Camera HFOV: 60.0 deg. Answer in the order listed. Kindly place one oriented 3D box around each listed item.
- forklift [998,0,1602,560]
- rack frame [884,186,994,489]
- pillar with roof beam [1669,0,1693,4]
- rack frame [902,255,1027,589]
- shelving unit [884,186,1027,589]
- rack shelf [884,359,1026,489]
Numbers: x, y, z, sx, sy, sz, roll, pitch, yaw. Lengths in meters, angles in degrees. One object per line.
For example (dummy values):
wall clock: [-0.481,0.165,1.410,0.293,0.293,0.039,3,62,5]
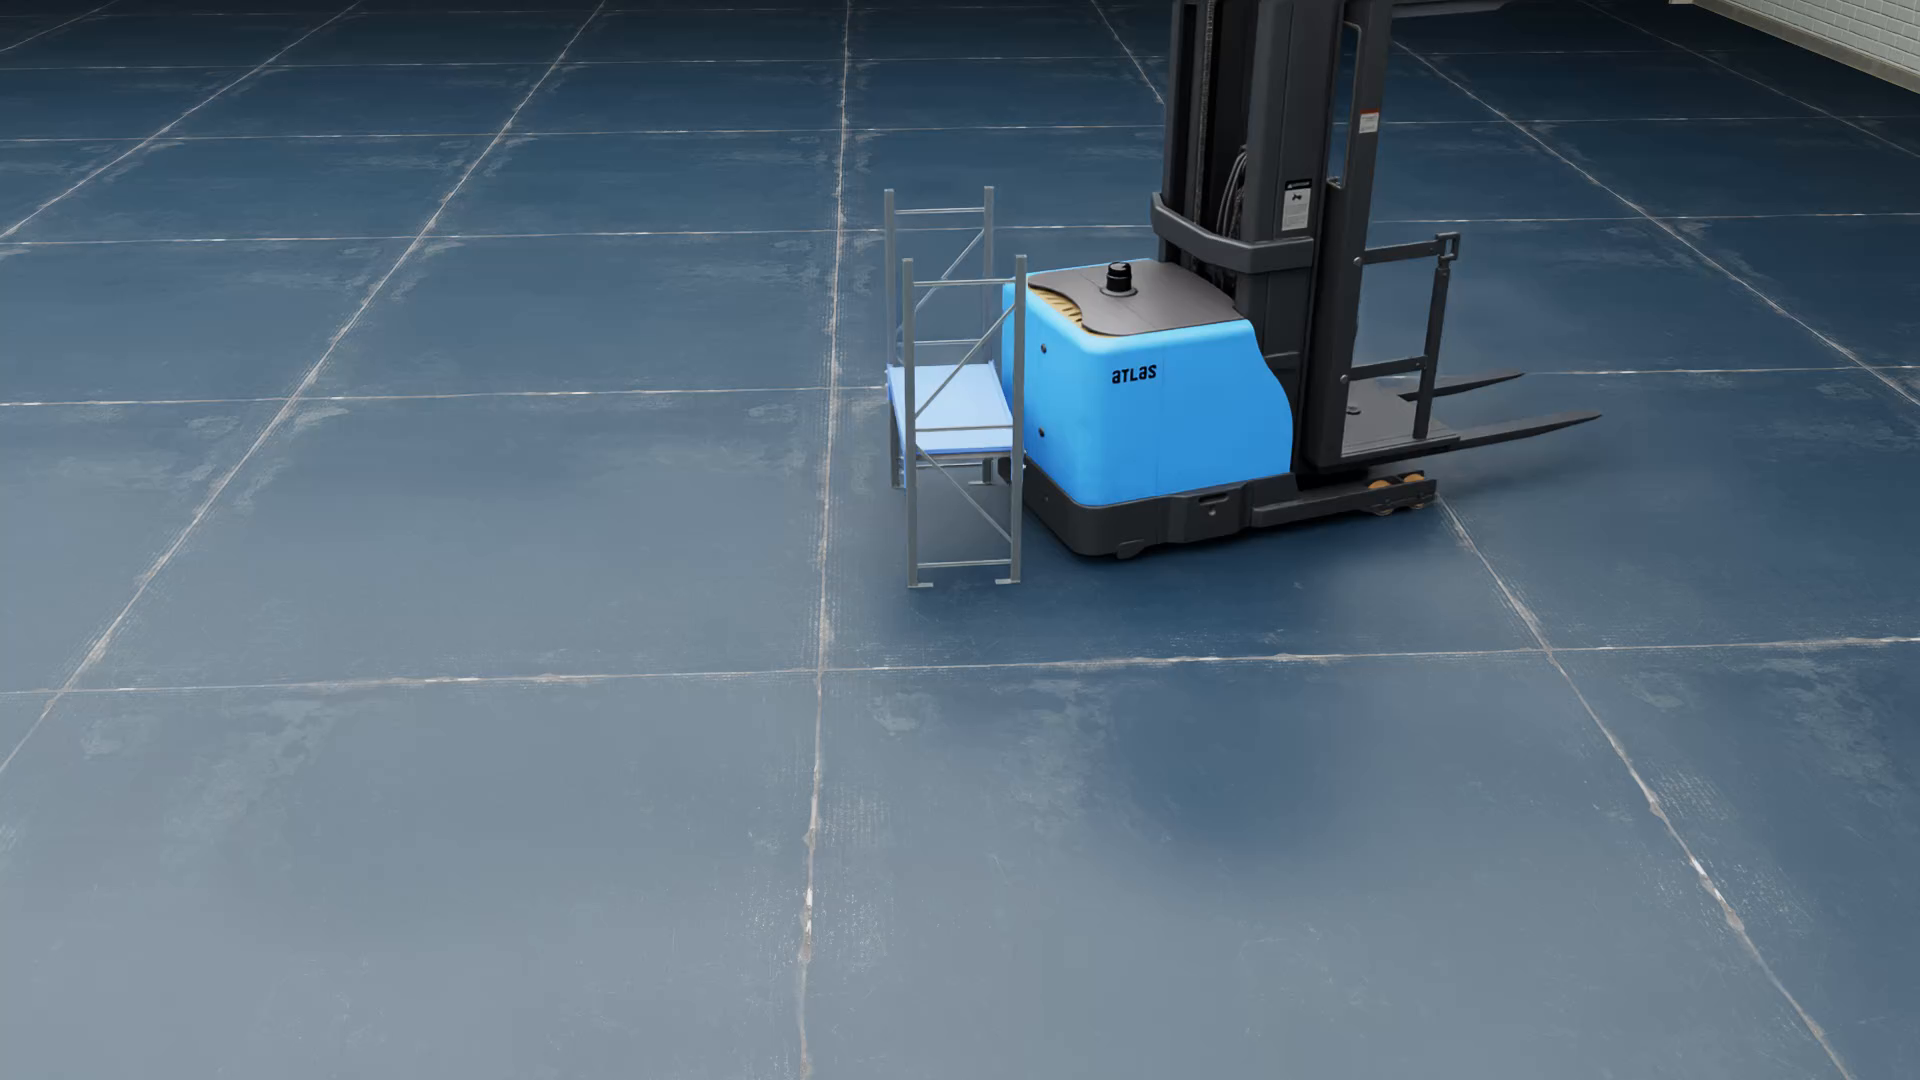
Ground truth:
forklift: [1.756,-1.632,7.709,3.031,2.935,1.130,-10,29,-19]
rack frame: [-0.095,-0.936,7.922,0.500,1.500,0.032,-3,28,-6]
pillar with roof beam: [4.520,-10.532,18.211,9.100,9.000,0.400,-1,28,-3]
rack frame: [0.018,-0.468,7.026,0.500,1.500,0.032,-3,28,-6]
shelving unit: [-0.038,-0.702,7.474,0.538,1.500,1.048,-3,28,-6]
rack shelf: [-0.038,-0.543,7.557,0.538,0.185,1.000,-3,28,-6]
